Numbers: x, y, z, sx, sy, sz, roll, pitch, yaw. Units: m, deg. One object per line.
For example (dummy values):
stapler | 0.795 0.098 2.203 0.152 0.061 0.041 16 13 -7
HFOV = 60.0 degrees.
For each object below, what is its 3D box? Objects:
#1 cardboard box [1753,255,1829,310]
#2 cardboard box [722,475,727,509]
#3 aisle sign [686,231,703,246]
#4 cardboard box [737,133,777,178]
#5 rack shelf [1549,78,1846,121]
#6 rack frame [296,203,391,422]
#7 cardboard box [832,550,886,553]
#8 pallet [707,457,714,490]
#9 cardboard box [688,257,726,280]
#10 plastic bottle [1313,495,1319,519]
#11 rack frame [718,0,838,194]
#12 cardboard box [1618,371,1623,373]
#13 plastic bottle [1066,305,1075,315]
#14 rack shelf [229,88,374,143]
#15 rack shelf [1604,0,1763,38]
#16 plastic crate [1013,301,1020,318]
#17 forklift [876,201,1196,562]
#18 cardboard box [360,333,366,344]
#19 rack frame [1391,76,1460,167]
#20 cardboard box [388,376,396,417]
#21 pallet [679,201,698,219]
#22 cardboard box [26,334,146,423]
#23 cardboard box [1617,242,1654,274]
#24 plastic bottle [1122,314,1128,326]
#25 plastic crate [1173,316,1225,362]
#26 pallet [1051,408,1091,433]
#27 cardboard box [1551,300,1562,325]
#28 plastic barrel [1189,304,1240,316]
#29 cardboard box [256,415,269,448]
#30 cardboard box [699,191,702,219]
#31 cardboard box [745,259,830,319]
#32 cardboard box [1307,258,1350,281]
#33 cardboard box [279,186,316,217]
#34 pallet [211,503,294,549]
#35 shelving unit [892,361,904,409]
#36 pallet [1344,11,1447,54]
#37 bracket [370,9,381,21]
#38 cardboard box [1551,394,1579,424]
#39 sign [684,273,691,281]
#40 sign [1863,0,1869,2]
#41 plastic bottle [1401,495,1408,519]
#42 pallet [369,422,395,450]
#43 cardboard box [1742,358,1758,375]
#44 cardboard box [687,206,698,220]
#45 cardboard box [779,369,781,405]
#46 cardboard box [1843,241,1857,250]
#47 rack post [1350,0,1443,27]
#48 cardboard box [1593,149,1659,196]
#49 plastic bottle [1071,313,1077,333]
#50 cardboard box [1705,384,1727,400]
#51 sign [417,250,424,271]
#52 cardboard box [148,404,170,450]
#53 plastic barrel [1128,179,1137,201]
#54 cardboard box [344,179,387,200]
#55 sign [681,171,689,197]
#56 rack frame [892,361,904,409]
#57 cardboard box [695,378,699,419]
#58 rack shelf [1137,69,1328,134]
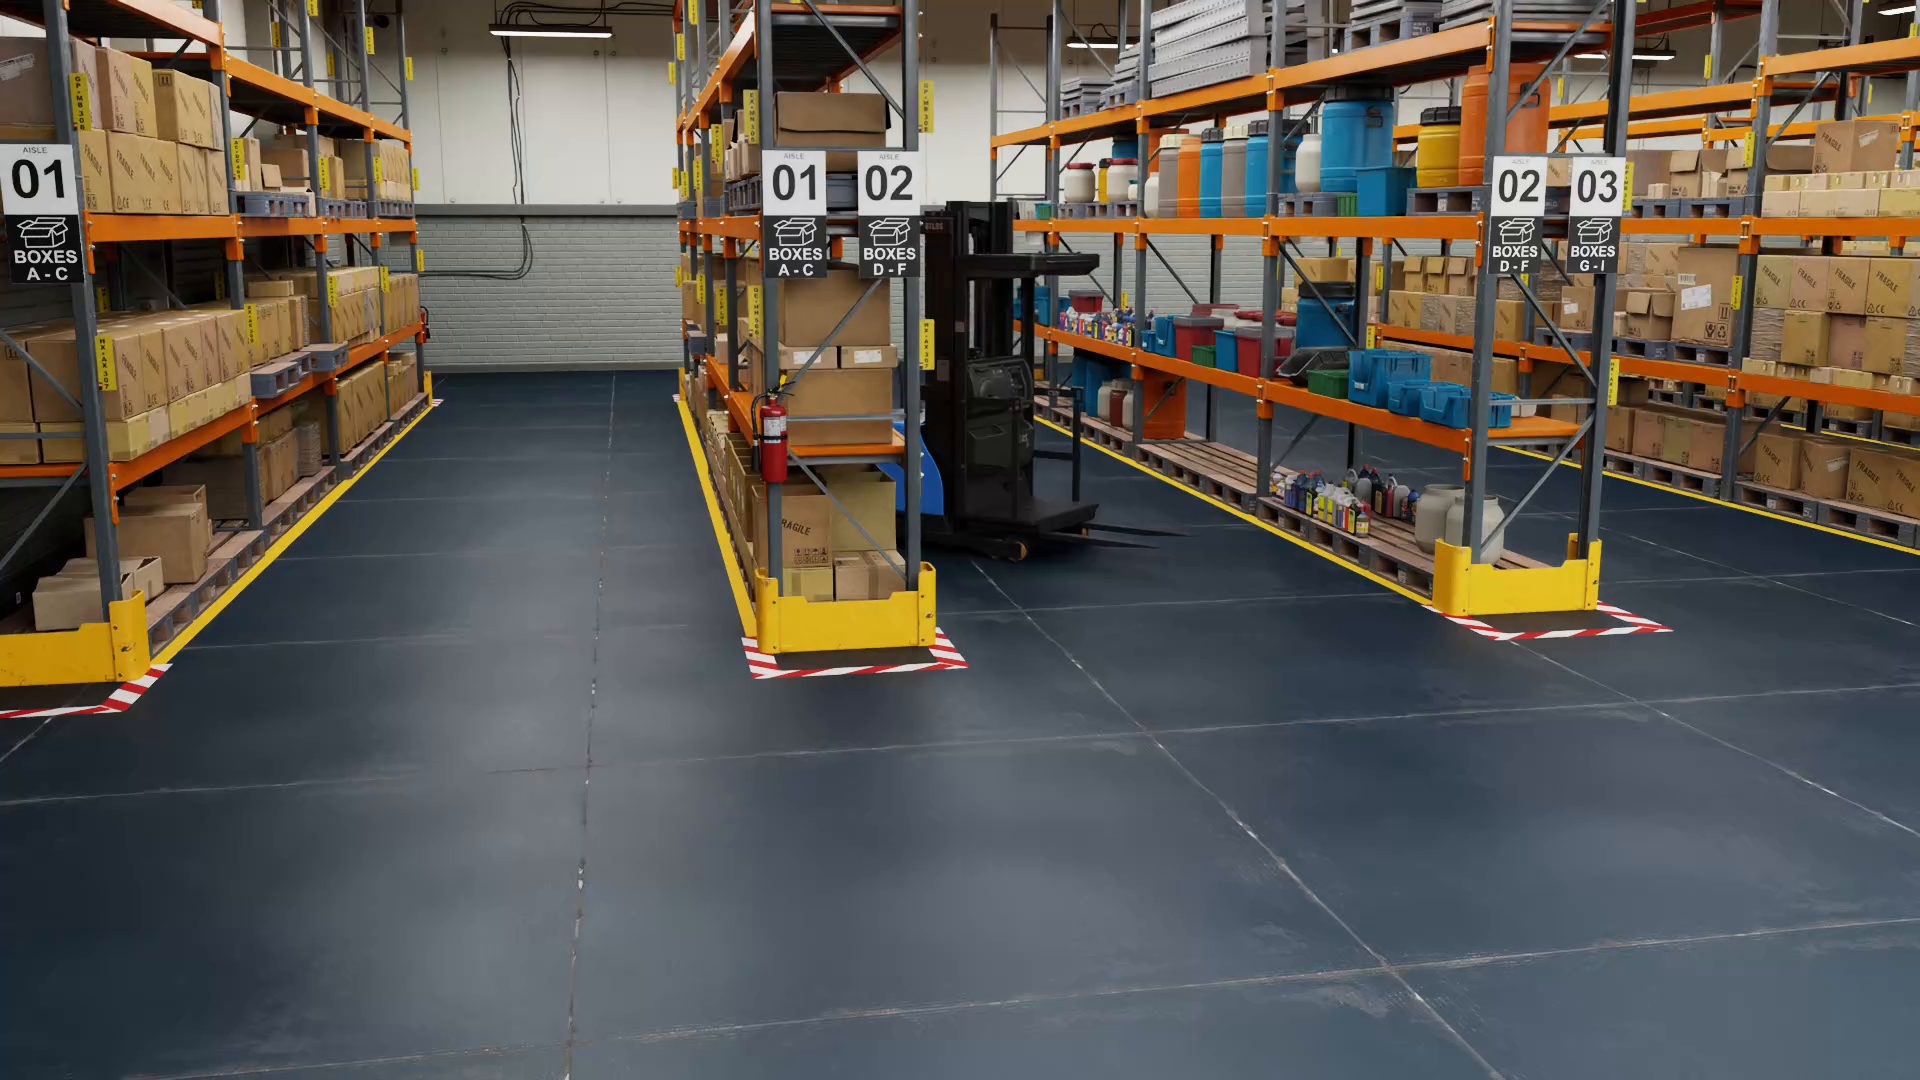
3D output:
cardboard box | 8.015 -2.477 15.953 0.500 0.500 0.500 -2 11 -11
cardboard box | -1.906 -0.444 15.239 0.500 0.250 0.500 -2 11 -12
aisle sign | -4.176 -5.003 26.007 0.394 0.787 0.004 -2 11 -11
cardboard box | -1.353 -2.798 12.093 0.500 0.311 0.500 -1 11 -4
rack shelf | 7.788 -4.647 18.037 1.077 0.370 4.000 -2 11 -11
rack frame | -7.955 -2.810 21.436 1.000 3.000 0.127 -2 11 -11
cardboard box | -0.750 0.157 12.081 0.500 0.250 0.500 -2 11 -11
pallet | -2.197 -0.735 17.992 1.003 0.211 1.213 -2 11 -11
cardboard box | -3.449 -3.614 22.721 0.500 0.500 0.500 -2 11 -11
plastic bottle | 3.138 -0.294 14.524 0.097 0.201 0.097 0 11 0
rack frame | -1.541 -4.470 14.116 1.000 3.000 0.127 -2 11 -11
cardboard box | 10.935 -2.804 27.110 0.380 0.149 0.250 -2 11 -8
plastic bottle | 1.521 -3.062 22.893 0.144 0.351 0.185 -2 11 -11
rack shelf | -7.566 -4.840 19.052 1.077 0.370 4.000 -2 11 -11
rack shelf | 11.117 -8.105 26.248 1.077 0.370 4.000 -2 11 -11
plastic crate | 0.966 -3.552 25.624 0.416 0.233 0.300 -2 11 -11
forklift | 0.515 -1.374 14.076 3.031 2.935 1.130 7 13 34
cardboard box | -7.442 -2.456 20.197 0.380 0.149 0.250 -2 11 -11
rack frame | 6.621 -6.297 23.714 1.000 3.000 0.127 -2 11 -11
cardboard box | -8.000 -1.929 22.371 0.700 0.500 0.500 -2 11 -10
pallet | -2.834 -4.059 20.482 1.213 0.211 1.003 -2 11 -11
cardboard box | -5.419 -1.012 10.332 0.500 0.500 0.500 -2 11 -11
cardboard box | 10.841 -4.558 26.885 0.500 0.500 0.500 -2 11 -13
plastic bottle | 2.207 -2.879 22.143 0.097 0.271 0.097 0 11 0
plastic crate | 2.555 -2.160 17.853 0.402 0.464 0.583 -2 11 -11
pallet | 1.872 -1.657 22.838 1.003 0.211 1.213 -2 11 -11
cardboard box | 7.572 -2.765 20.932 0.500 0.500 0.500 -2 11 -9
plastic barrel | 2.928 -2.429 19.072 0.600 0.536 0.708 -2 11 -11
cardboard box | -6.752 -1.009 15.480 0.500 0.250 0.500 -2 11 -13
cardboard box | -2.536 -3.952 19.147 0.910 0.500 0.500 -2 11 -11
cardboard box | -1.448 -2.129 14.120 0.700 0.500 0.500 -2 11 -11
cardboard box | 5.876 -4.240 26.552 0.500 0.500 0.500 -2 11 -13
cardboard box | -6.772 -3.393 16.665 0.500 0.311 0.500 -2 11 -11
pallet | -6.552 -0.115 14.738 1.003 0.211 1.213 -2 11 -11
shelving unit | -0.855 -1.000 15.929 0.538 1.500 1.048 -3 11 -11
pallet | 3.747 -3.986 13.147 1.003 0.211 1.213 -2 11 -11
bracket | -10.185 -9.138 29.012 0.076 0.066 3.189 -2 11 -11
cardboard box | 7.549 -1.482 19.971 0.700 0.500 0.500 -3 11 -14
sign | -3.627 -3.395 22.194 0.100 0.325 0.005 -2 11 -11
sign | 8.713 -5.344 15.996 0.100 0.325 0.005 -2 11 -11
plastic bottle | 3.905 -0.291 14.513 0.097 0.201 0.097 0 11 0
pallet | -7.731 -1.301 20.967 1.003 0.211 1.213 -2 11 -11
cardboard box | 7.924 -1.709 16.325 0.380 0.149 0.250 -2 11 -11
cardboard box | -3.452 -4.470 22.537 0.500 0.250 0.500 -2 11 -11
cardboard box | -0.948 -1.021 11.771 0.700 0.500 0.500 -2 11 -10
cardboard box | 15.489 -5.083 28.703 0.380 0.149 0.250 -2 11 -13
rack post | 3.689 -4.233 13.073 0.937 0.300 0.954 -2 11 -12
cardboard box | 7.438 -4.104 18.609 0.500 0.500 0.500 -2 11 -13
plastic bottle | 1.546 -2.919 22.352 0.097 0.271 0.097 0 11 0
cardboard box | 11.390 -2.345 24.557 0.500 0.500 0.500 -2 11 -9
sign | -8.198 -4.246 25.250 0.100 0.325 0.005 -2 11 -11
cardboard box | -5.519 -0.741 10.913 0.500 0.250 0.500 -2 11 -13
plastic barrel | 2.189 -4.240 20.173 0.301 0.262 0.301 0 11 0
cardboard box | -7.831 -4.601 21.837 0.500 0.250 0.500 -2 11 -11
sign | -3.627 -4.697 21.946 0.100 0.325 0.005 -2 11 -11
rack frame | -0.756 -0.907 15.439 0.500 1.500 0.032 -3 11 -11
cardboard box | -3.242 -1.881 22.066 0.500 0.500 0.500 -3 11 -14
rack shelf | 2.930 -4.467 17.091 1.077 0.370 4.000 -2 11 -11
